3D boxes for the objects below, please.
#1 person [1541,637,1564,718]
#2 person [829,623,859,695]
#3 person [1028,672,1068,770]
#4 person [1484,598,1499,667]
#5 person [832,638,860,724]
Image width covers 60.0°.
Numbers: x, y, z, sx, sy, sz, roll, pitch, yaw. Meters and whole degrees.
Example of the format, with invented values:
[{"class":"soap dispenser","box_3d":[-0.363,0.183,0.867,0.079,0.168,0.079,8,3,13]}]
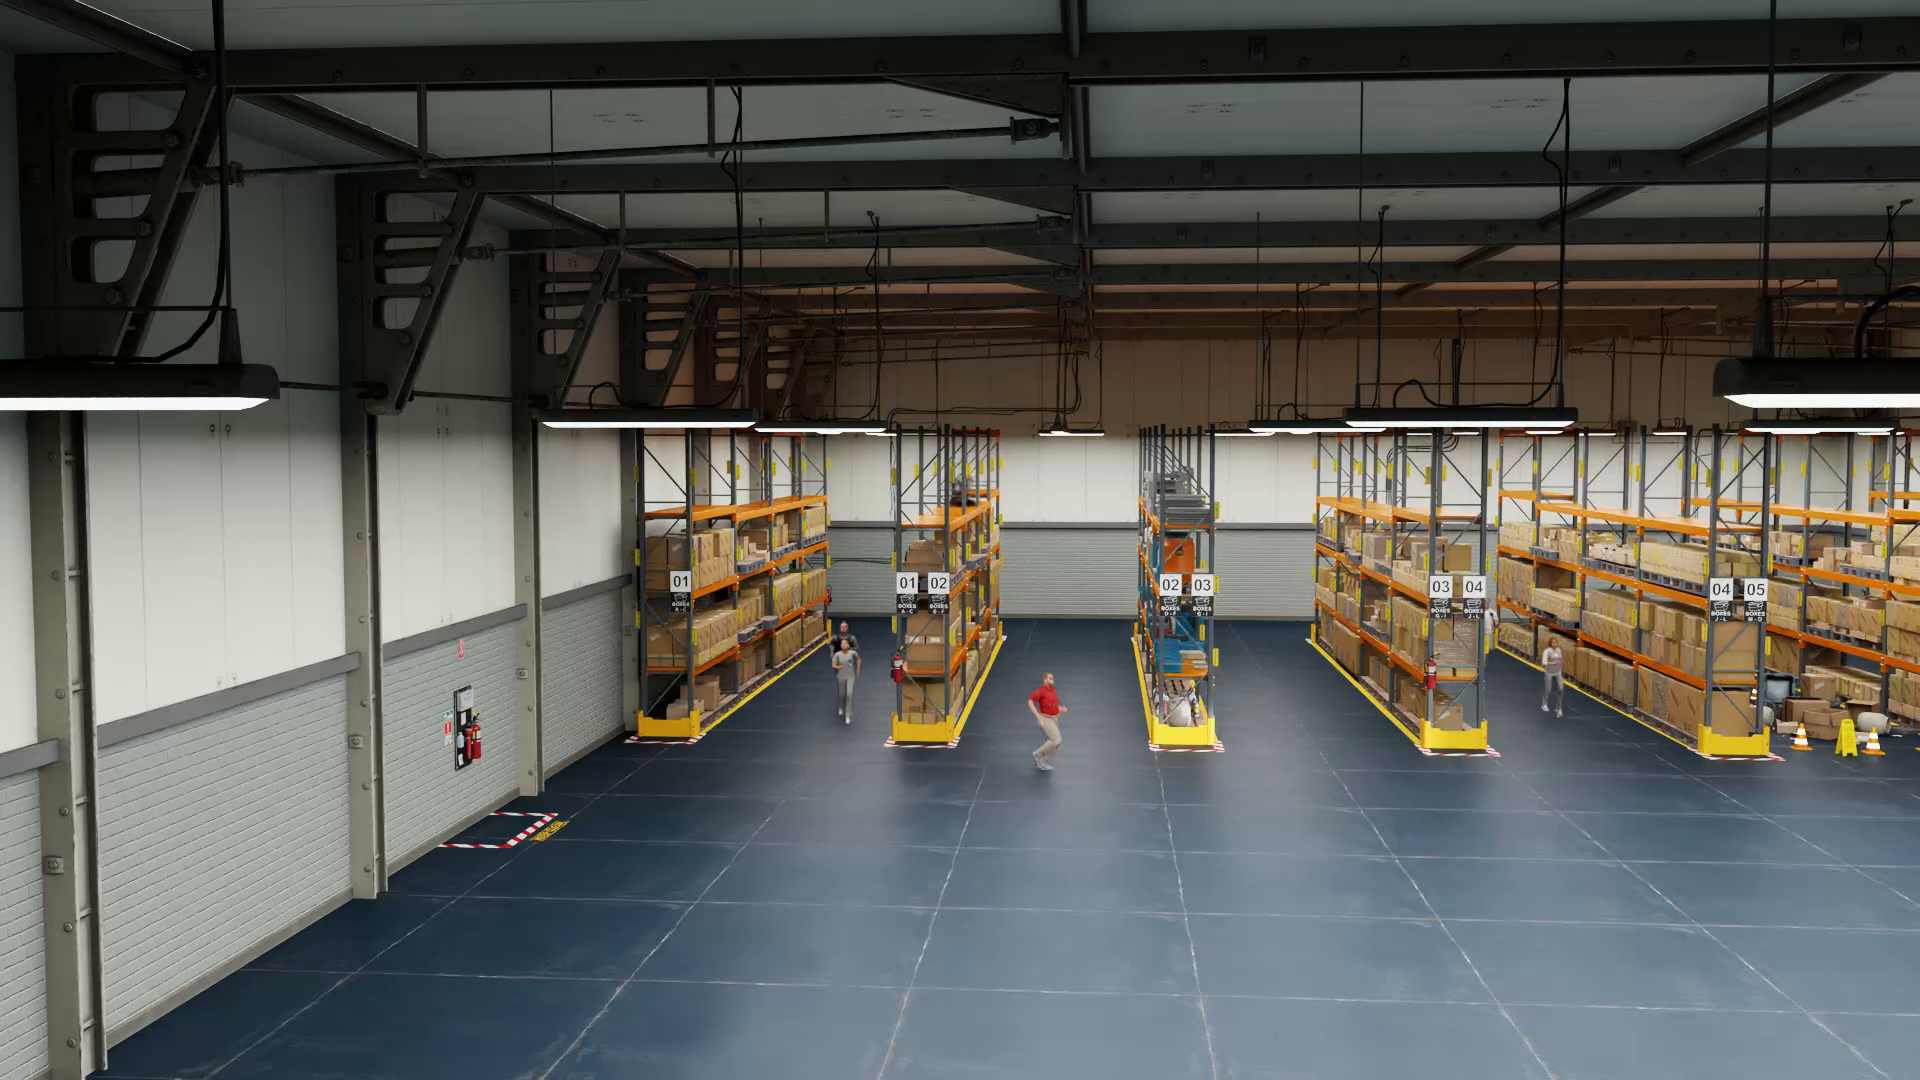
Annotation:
[{"class":"person","box_3d":[12.278,2.824,34.427,0.510,1.646,0.724,0,3,-2]},{"class":"person","box_3d":[-2.533,2.656,36.259,0.667,1.699,0.915,0,3,-1]},{"class":"person","box_3d":[1.566,3.127,28.634,0.611,1.685,0.653,2,4,29]},{"class":"person","box_3d":[13.197,2.308,41.805,0.669,1.737,0.732,1,4,11]},{"class":"person","box_3d":[-2.313,2.829,33.791,0.575,1.695,0.955,0,3,-2]}]
